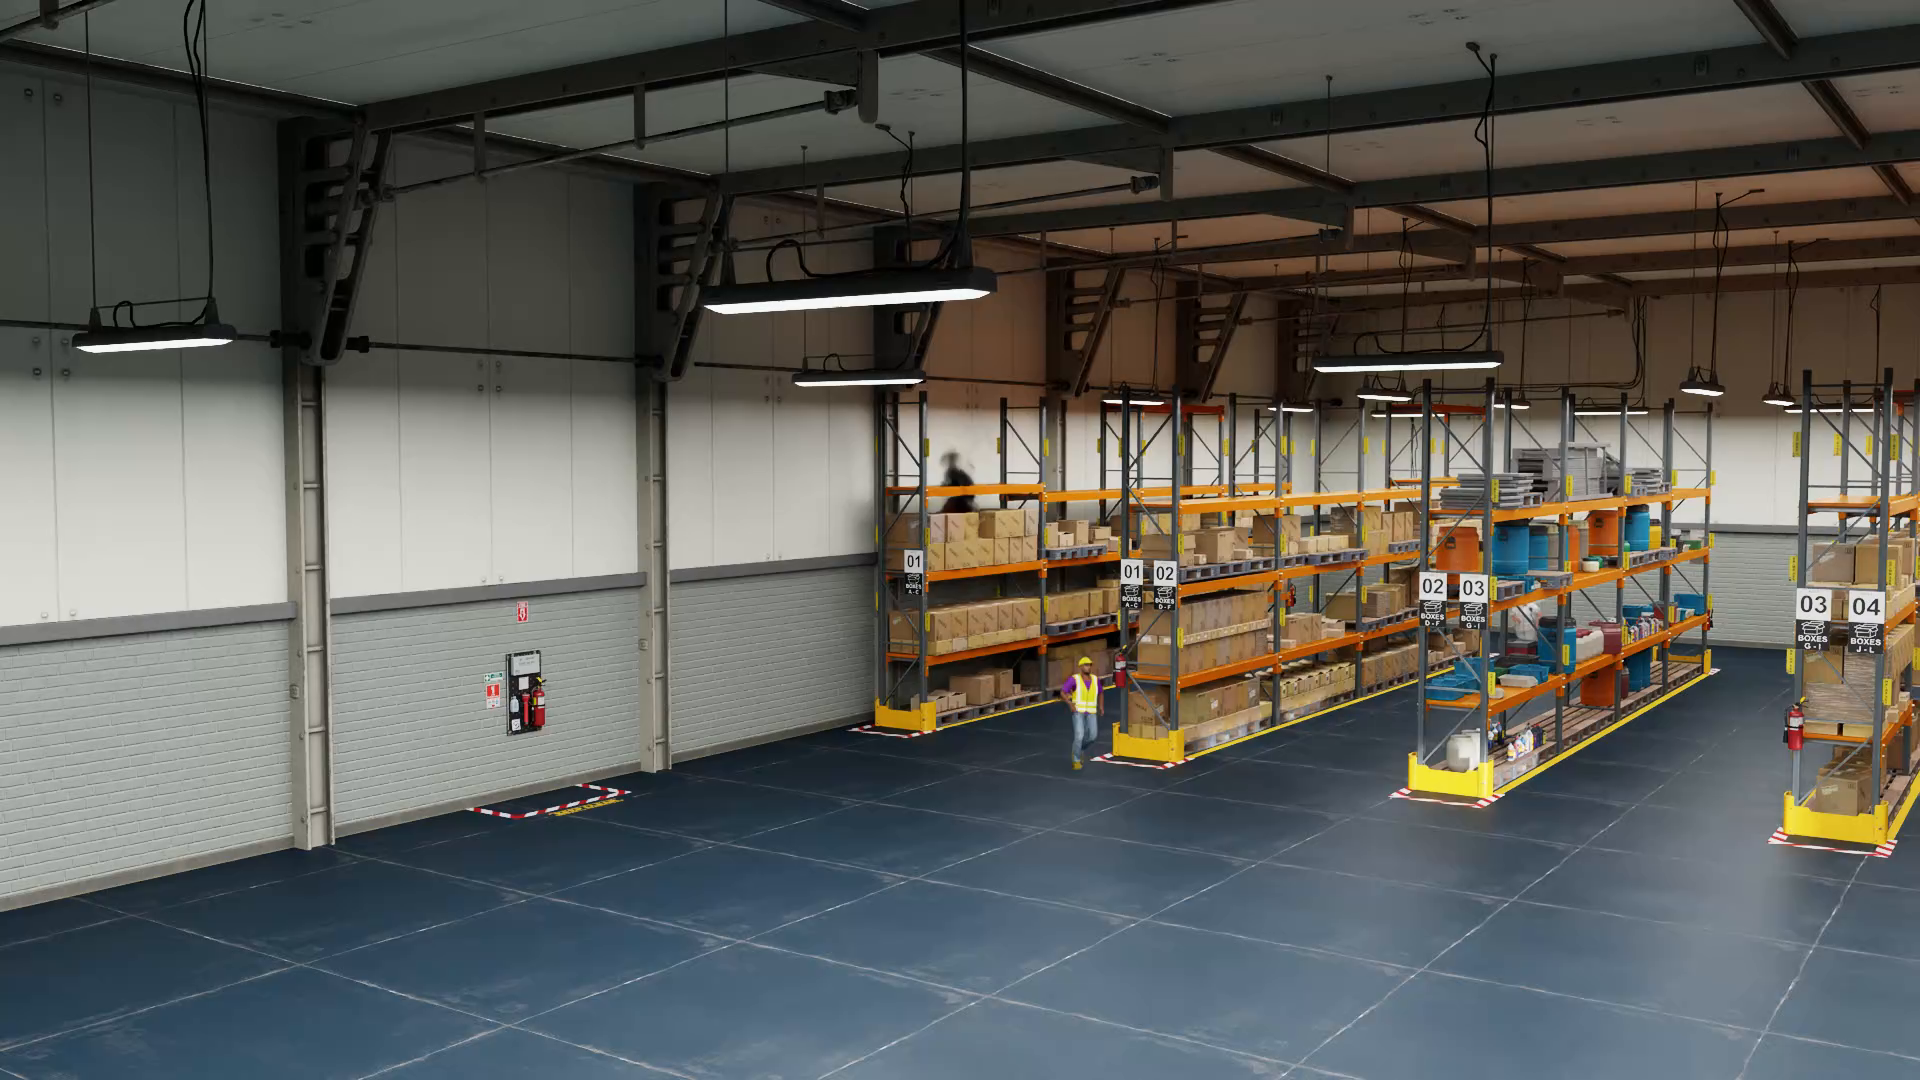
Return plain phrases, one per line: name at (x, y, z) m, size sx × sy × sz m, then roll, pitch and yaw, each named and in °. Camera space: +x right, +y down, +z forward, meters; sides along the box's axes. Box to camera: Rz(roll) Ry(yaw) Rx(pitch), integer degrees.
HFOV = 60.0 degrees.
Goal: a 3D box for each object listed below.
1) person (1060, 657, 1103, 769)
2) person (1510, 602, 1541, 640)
person at (1.946, 2.706, 25.967) m, size 0.732 × 1.727 × 0.506 m, roll -1°, pitch 3°, yaw -14°
person at (12.778, 2.055, 37.650) m, size 0.638 × 1.835 × 0.724 m, roll 2°, pitch 4°, yaw 29°
